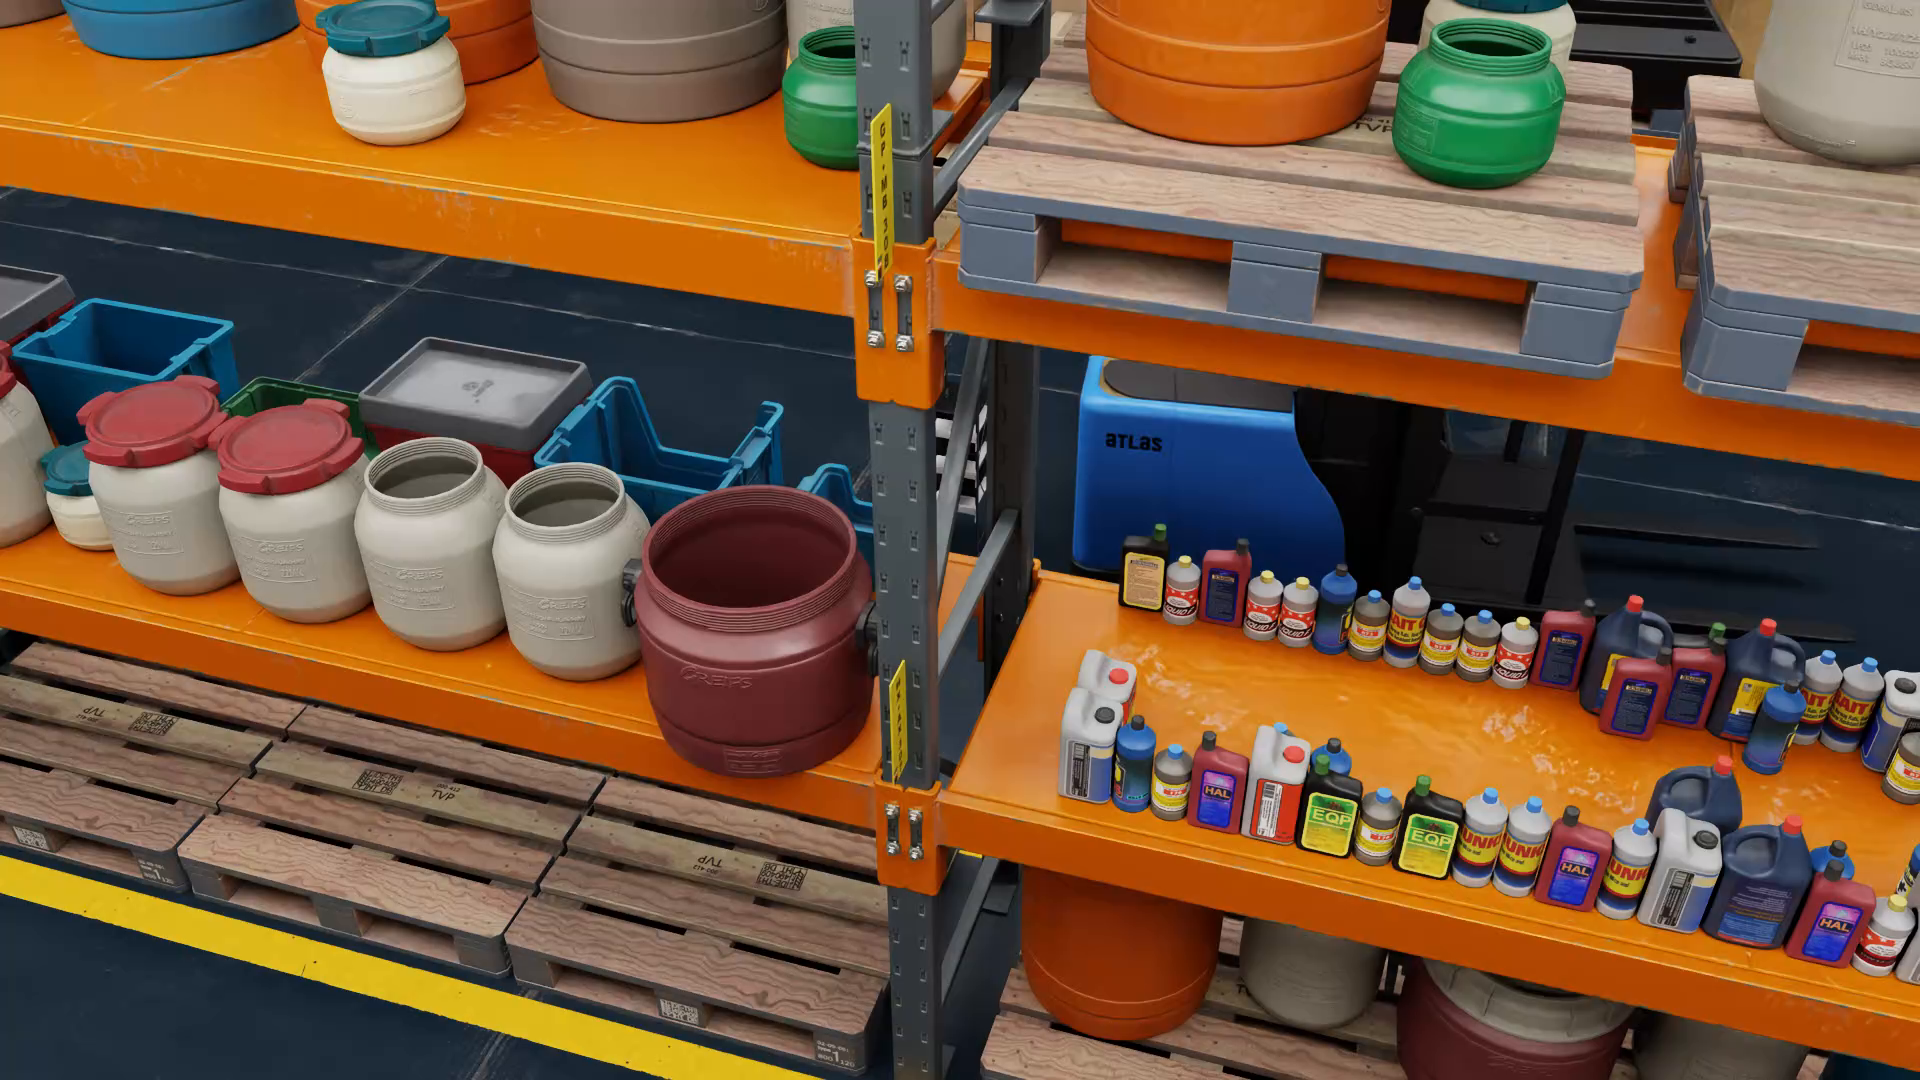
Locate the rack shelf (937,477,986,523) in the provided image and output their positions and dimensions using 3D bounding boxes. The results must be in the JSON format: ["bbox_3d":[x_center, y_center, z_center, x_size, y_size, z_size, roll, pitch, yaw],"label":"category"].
[{"bbox_3d":[0.008,-0.189,7.108,0.200,0.077,0.258,10,38,14],"label":"rack shelf"}]

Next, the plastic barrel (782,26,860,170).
[{"bbox_3d":[-0.240,-0.966,3.633,0.294,0.245,0.294,0,36,0],"label":"plastic barrel"}]

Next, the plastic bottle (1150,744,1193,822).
[{"bbox_3d":[0.523,0.586,4.090,0.097,0.201,0.097,0,36,0],"label":"plastic bottle"}]

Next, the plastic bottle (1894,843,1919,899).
[{"bbox_3d":[2.196,0.774,3.777,0.097,0.271,0.097,0,36,0],"label":"plastic bottle"}]

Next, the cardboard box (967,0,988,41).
[{"bbox_3d":[-0.115,-2.936,8.624,0.500,0.500,0.500,9,37,11],"label":"cardboard box"}]

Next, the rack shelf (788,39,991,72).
[{"bbox_3d":[-0.418,-2.672,8.957,4.000,0.370,1.077,10,38,14],"label":"rack shelf"}]

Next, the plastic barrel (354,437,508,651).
[{"bbox_3d":[-1.437,0.013,4.607,0.421,0.512,0.421,0,36,0],"label":"plastic barrel"}]

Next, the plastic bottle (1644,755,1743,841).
[{"bbox_3d":[1.719,0.639,3.893,0.185,0.351,0.144,10,38,14],"label":"plastic bottle"}]

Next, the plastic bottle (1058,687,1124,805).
[{"bbox_3d":[0.327,0.503,4.140,0.135,0.276,0.152,10,38,14],"label":"plastic bottle"}]

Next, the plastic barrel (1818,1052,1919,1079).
[{"bbox_3d":[2.639,1.346,4.307,0.708,0.901,0.600,10,38,14],"label":"plastic barrel"}]

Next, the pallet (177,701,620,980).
[{"bbox_3d":[-1.878,0.941,5.793,1.213,0.211,1.003,10,38,14],"label":"pallet"}]

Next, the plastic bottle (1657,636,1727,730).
[{"bbox_3d":[1.901,0.364,4.324,0.133,0.283,0.061,10,38,14],"label":"plastic bottle"}]

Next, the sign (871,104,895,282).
[{"bbox_3d":[-0.147,-0.659,3.173,0.005,0.325,0.100,10,38,14],"label":"sign"}]

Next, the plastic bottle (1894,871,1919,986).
[{"bbox_3d":[2.176,0.846,3.675,0.135,0.276,0.152,10,38,14],"label":"plastic bottle"}]

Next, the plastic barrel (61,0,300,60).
[{"bbox_3d":[-2.009,-1.725,4.109,0.708,0.901,0.600,10,38,14],"label":"plastic barrel"}]

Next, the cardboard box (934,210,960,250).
[{"bbox_3d":[-0.056,-1.804,9.137,0.500,0.250,0.500,11,38,15],"label":"cardboard box"}]

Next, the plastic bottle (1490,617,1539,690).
[{"bbox_3d":[1.500,0.296,4.485,0.097,0.201,0.097,0,36,0],"label":"plastic bottle"}]

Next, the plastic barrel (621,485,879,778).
[{"bbox_3d":[-0.522,0.229,4.294,0.708,0.536,0.600,10,38,14],"label":"plastic barrel"}]

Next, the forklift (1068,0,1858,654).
[{"bbox_3d":[2.002,-0.970,6.095,3.031,2.935,1.130,6,37,8],"label":"forklift"}]

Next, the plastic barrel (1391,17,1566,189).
[{"bbox_3d":[0.954,-0.803,3.057,0.294,0.245,0.294,0,36,0],"label":"plastic barrel"}]

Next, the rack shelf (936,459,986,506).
[{"bbox_3d":[0.008,-0.262,7.054,0.200,0.077,0.258,10,38,14],"label":"rack shelf"}]

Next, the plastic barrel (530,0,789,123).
[{"bbox_3d":[-0.708,-1.484,3.782,0.600,0.901,0.600,0,36,0],"label":"plastic barrel"}]

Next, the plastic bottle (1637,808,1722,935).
[{"bbox_3d":[1.651,0.748,3.807,0.135,0.276,0.152,10,38,14],"label":"plastic bottle"}]

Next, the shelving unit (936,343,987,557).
[{"bbox_3d":[0.008,-0.361,6.981,0.210,0.900,0.258,10,38,14],"label":"shelving unit"}]

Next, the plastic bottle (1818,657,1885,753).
[{"bbox_3d":[2.293,0.415,4.265,0.097,0.271,0.097,0,36,0],"label":"plastic bottle"}]

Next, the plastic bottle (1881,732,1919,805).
[{"bbox_3d":[2.376,0.553,4.136,0.097,0.201,0.097,0,36,0],"label":"plastic bottle"}]

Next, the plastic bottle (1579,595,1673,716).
[{"bbox_3d":[1.755,0.298,4.357,0.185,0.351,0.144,10,38,14],"label":"plastic bottle"}]

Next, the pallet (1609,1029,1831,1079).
[{"bbox_3d":[1.936,1.649,4.831,1.213,0.211,1.003,10,38,14],"label":"pallet"}]

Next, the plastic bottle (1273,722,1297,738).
[{"bbox_3d":[0.788,0.541,4.152,0.097,0.201,0.097,0,36,0],"label":"plastic bottle"}]

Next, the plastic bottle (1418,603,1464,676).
[{"bbox_3d":[1.314,0.262,4.532,0.097,0.201,0.097,0,36,0],"label":"plastic bottle"}]

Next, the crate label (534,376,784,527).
[{"bbox_3d":[-0.857,-0.149,4.892,0.616,0.435,0.502,10,38,14],"label":"crate label"}]

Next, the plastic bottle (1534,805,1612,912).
[{"bbox_3d":[1.417,0.730,3.826,0.133,0.283,0.061,10,38,14],"label":"plastic bottle"}]

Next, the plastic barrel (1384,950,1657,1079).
[{"bbox_3d":[1.561,1.272,4.671,0.708,0.588,0.600,10,38,14],"label":"plastic barrel"}]

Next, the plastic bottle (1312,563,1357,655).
[{"bbox_3d":[1.035,0.182,4.581,0.097,0.271,0.097,0,36,0],"label":"plastic bottle"}]

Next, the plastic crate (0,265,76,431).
[{"bbox_3d":[-3.254,-0.626,5.517,0.583,0.464,0.402,10,38,14],"label":"plastic crate"}]

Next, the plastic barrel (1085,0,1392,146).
[{"bbox_3d":[0.552,-1.254,3.177,0.708,0.830,0.600,10,38,14],"label":"plastic barrel"}]

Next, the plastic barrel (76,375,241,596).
[{"bbox_3d":[-2.259,-0.145,4.802,0.433,0.535,0.433,0,36,0],"label":"plastic barrel"}]

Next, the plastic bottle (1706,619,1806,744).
[{"bbox_3d":[2.058,0.354,4.280,0.185,0.351,0.144,10,38,14],"label":"plastic bottle"}]

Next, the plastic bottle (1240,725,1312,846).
[{"bbox_3d":[0.769,0.585,4.029,0.135,0.276,0.152,10,38,14],"label":"plastic bottle"}]

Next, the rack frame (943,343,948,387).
[{"bbox_3d":[-0.089,-0.379,7.006,0.006,0.900,0.240,10,38,14],"label":"rack frame"}]

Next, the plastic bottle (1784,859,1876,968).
[{"bbox_3d":[1.942,0.828,3.694,0.133,0.283,0.061,10,38,14],"label":"plastic bottle"}]

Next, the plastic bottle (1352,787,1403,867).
[{"bbox_3d":[0.999,0.675,3.971,0.097,0.201,0.097,0,36,0],"label":"plastic bottle"}]

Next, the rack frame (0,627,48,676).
[{"bbox_3d":[-3.807,-0.513,5.417,0.127,3.000,1.000,10,38,14],"label":"rack frame"}]

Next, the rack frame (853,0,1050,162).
[{"bbox_3d":[0.011,-2.222,2.678,0.127,3.000,1.000,10,38,14],"label":"rack frame"}]

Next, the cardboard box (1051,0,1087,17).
[{"bbox_3d":[0.695,-2.840,8.653,0.500,0.311,0.500,10,38,13],"label":"cardboard box"}]

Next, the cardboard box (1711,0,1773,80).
[{"bbox_3d":[3.605,-2.388,7.525,0.500,0.500,0.700,2,36,2],"label":"cardboard box"}]

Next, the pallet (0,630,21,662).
[{"bbox_3d":[-4.436,0.468,6.437,1.213,0.211,1.003,10,38,14],"label":"pallet"}]

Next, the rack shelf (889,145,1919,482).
[{"bbox_3d":[1.920,-0.371,3.300,4.000,0.370,1.077,10,38,14],"label":"rack shelf"}]

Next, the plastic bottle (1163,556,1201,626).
[{"bbox_3d":[0.629,0.135,4.704,0.097,0.201,0.097,0,36,0],"label":"plastic bottle"}]

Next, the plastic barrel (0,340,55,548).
[{"bbox_3d":[-2.959,-0.275,4.978,0.433,0.535,0.433,0,36,0],"label":"plastic barrel"}]

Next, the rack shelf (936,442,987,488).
[{"bbox_3d":[0.008,-0.334,7.001,0.200,0.077,0.258,10,38,14],"label":"rack shelf"}]

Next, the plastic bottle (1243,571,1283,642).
[{"bbox_3d":[0.849,0.176,4.649,0.097,0.201,0.097,0,36,0],"label":"plastic bottle"}]

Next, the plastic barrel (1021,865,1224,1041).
[{"bbox_3d":[0.483,0.976,4.870,0.708,0.830,0.600,10,38,14],"label":"plastic barrel"}]

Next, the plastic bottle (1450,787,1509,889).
[{"bbox_3d":[1.219,0.687,3.894,0.097,0.271,0.097,0,36,0],"label":"plastic bottle"}]

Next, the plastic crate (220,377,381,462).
[{"bbox_3d":[-2.061,-0.280,5.278,0.662,0.188,0.450,10,38,14],"label":"plastic crate"}]

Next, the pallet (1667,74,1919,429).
[{"bbox_3d":[1.968,-0.513,3.046,1.213,0.211,1.003,10,38,14],"label":"pallet"}]

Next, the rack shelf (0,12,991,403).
[{"bbox_3d":[-1.898,-1.078,4.260,4.000,0.370,1.077,10,38,14],"label":"rack shelf"}]
